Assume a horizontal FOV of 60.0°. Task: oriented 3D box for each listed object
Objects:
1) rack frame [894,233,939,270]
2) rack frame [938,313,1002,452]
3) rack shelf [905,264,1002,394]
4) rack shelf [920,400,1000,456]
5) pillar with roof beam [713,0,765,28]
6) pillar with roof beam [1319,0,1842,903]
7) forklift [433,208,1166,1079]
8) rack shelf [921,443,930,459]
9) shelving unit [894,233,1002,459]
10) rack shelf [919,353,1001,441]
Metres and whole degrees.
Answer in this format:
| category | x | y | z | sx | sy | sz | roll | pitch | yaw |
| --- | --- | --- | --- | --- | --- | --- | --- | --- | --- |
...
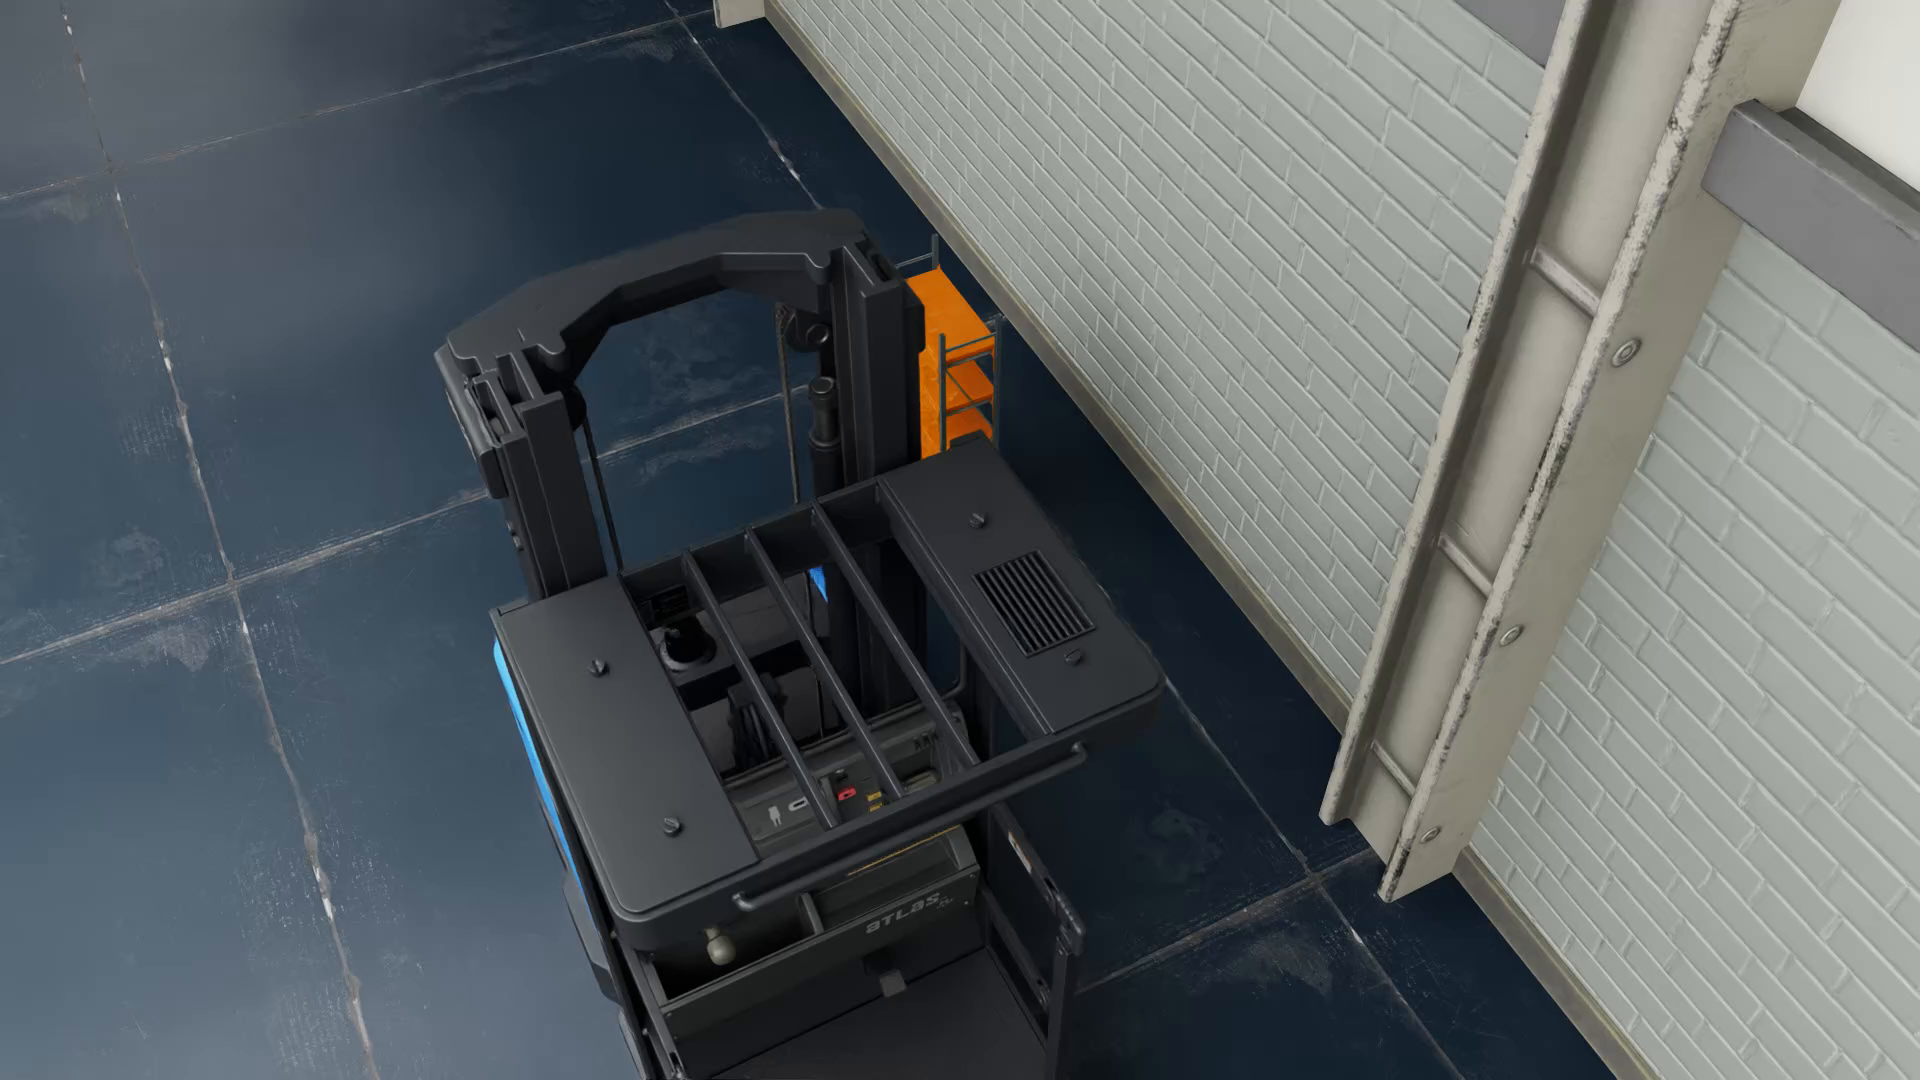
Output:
| category | x | y | z | sx | sy | sz | roll | pitch | yaw |
| --- | --- | --- | --- | --- | --- | --- | --- | --- | --- |
| rack frame | -0.187 | -0.669 | 6.431 | 0.240 | 1.200 | 0.015 | -21 | 52 | -18 |
| rack frame | 0.036 | -0.342 | 6.145 | 0.240 | 1.200 | 0.015 | -21 | 52 | -18 |
| rack shelf | -0.076 | -0.764 | 5.992 | 0.258 | 0.148 | 0.480 | -21 | 52 | -18 |
| rack shelf | -0.076 | -0.462 | 6.339 | 0.258 | 0.148 | 0.480 | -21 | 52 | -18 |
| pillar with roof beam | -5.098 | -4.460 | 4.565 | 9.100 | 9.000 | 0.400 | -21 | 52 | -18 |
| pillar with roof beam | -2.352 | -0.445 | 1.053 | 9.100 | 9.000 | 0.400 | -21 | 52 | -18 |
| forklift | -0.291 | 0.829 | 3.970 | 1.130 | 2.935 | 3.031 | -21 | 52 | -18 |
| rack shelf | -0.076 | -0.331 | 6.488 | 0.258 | 0.148 | 0.480 | -21 | 52 | -18 |
| shelving unit | -0.076 | -0.506 | 6.288 | 0.258 | 1.200 | 0.503 | -21 | 52 | -18 |
| rack shelf | -0.076 | -0.609 | 6.170 | 0.258 | 0.148 | 0.480 | -21 | 52 | -18 |
